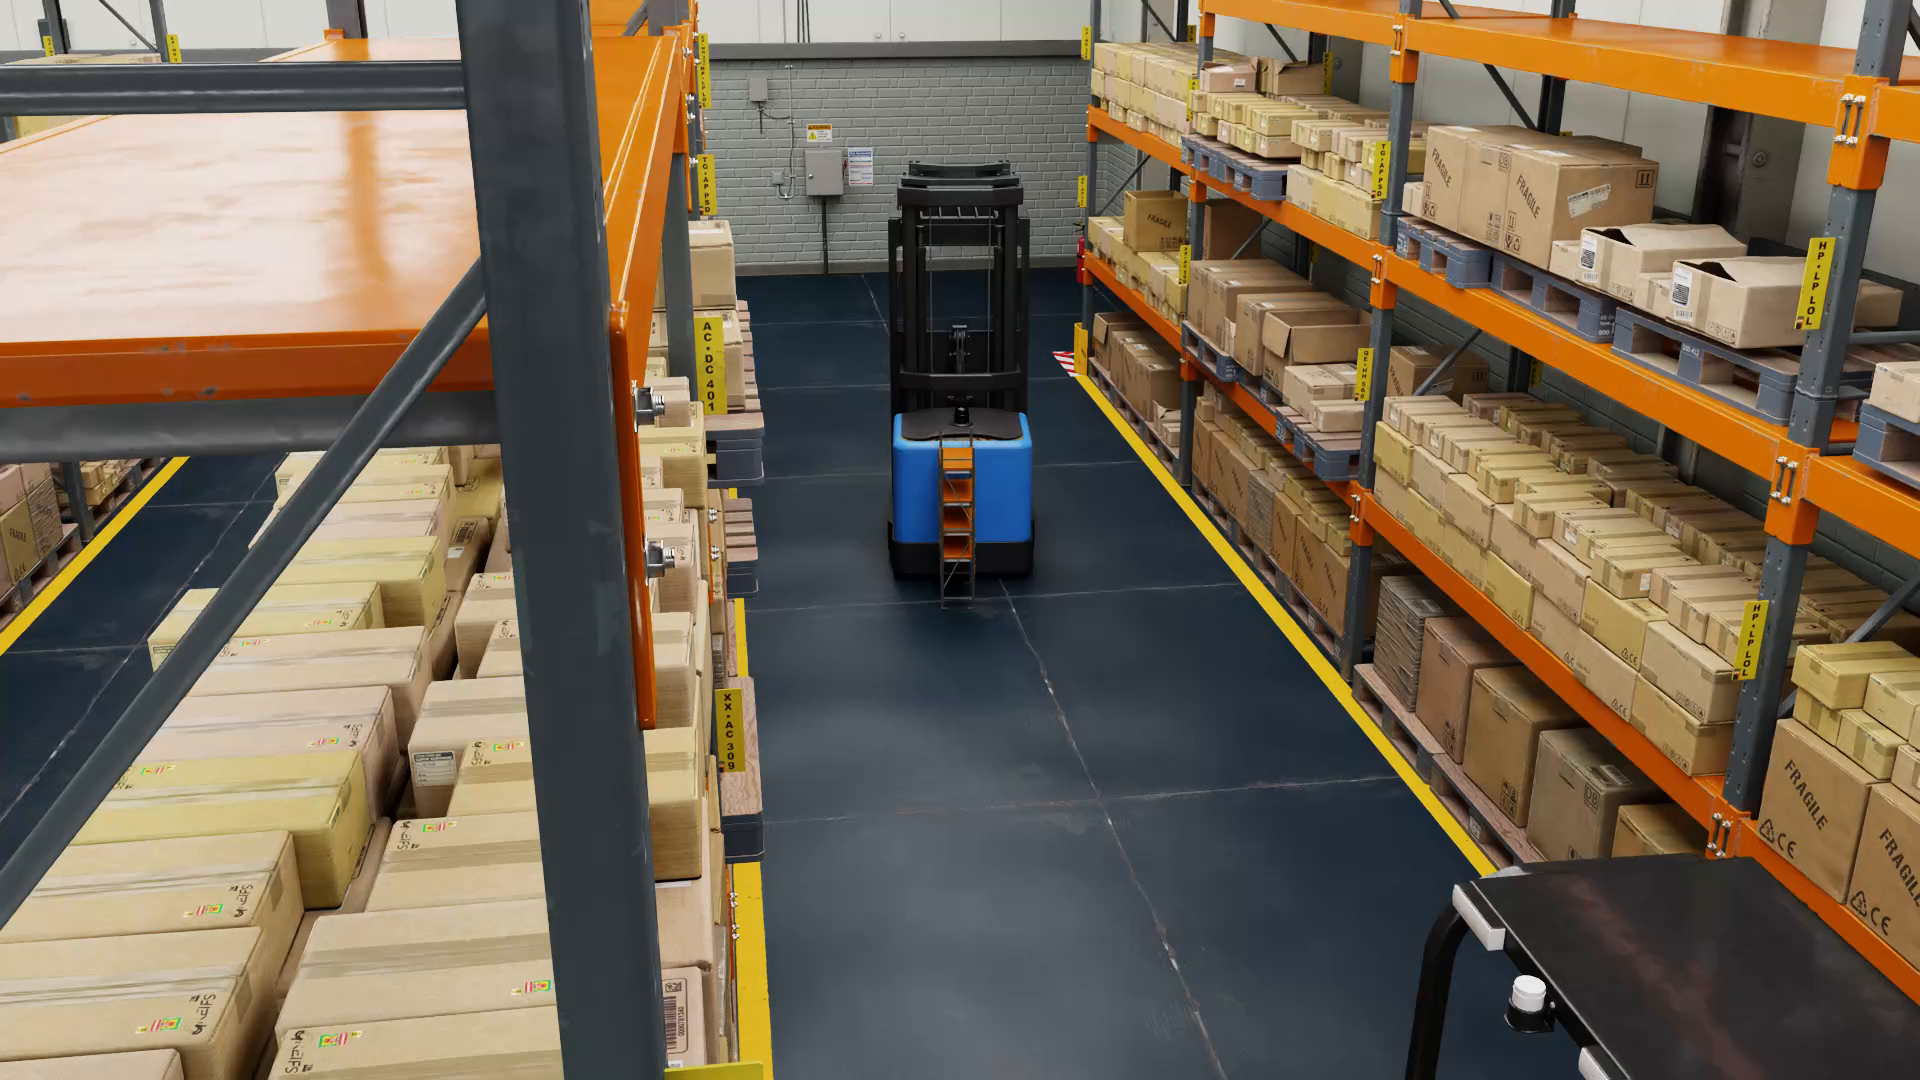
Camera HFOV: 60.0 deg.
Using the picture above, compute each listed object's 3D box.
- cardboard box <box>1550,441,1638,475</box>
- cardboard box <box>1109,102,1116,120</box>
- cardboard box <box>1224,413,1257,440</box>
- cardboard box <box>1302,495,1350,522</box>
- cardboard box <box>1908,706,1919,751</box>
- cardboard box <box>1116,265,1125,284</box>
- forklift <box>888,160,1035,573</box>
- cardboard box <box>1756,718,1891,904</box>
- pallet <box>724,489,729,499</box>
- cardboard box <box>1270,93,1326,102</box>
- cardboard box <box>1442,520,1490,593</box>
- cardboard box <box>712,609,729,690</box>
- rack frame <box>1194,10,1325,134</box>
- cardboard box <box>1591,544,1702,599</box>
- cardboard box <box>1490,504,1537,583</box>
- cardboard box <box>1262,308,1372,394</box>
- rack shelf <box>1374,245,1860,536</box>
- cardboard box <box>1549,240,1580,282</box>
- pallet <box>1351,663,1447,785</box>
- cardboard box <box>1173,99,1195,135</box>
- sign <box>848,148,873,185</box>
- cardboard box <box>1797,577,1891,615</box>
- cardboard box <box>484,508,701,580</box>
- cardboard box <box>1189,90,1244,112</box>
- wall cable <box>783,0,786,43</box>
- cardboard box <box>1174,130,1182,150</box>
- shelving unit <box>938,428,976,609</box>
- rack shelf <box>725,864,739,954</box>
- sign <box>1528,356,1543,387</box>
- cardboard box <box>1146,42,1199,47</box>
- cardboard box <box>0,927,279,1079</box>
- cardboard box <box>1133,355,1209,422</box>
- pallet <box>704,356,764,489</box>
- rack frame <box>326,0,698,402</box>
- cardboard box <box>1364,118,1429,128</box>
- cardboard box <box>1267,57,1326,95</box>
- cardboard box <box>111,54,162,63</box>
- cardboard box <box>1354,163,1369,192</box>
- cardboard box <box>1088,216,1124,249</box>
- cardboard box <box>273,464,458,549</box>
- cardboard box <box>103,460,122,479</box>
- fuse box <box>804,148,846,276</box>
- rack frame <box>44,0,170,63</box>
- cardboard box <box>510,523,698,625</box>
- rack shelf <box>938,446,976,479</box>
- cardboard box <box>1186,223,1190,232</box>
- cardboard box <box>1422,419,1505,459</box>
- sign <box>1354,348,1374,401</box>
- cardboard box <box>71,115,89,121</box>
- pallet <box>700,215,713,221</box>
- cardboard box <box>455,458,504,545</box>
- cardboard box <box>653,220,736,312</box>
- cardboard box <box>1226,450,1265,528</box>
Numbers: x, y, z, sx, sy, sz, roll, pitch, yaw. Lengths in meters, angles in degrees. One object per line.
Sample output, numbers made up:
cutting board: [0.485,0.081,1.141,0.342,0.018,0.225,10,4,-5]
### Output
cardboard box: [3.421,-0.420,8.984,0.380,0.149,0.250,-3,21,-8]
cardboard box: [1.664,-4.190,16.220,0.380,0.149,0.250,-2,21,-7]
cardboard box: [2.360,-0.922,13.443,0.380,0.149,0.250,-4,21,-11]
cardboard box: [2.597,-0.200,11.509,0.380,0.149,0.250,-4,21,-10]
cardboard box: [3.485,0.669,5.644,0.380,0.149,0.250,-3,21,-9]
cardboard box: [1.742,-2.601,16.253,0.380,0.149,0.250,-4,21,-9]
forklift: [-0.016,-1.592,13.289,1.130,2.935,3.031,-1,20,-1]
cardboard box: [3.365,0.979,6.164,0.500,0.500,0.500,-3,21,-9]
pallet: [-2.319,-0.089,13.153,1.003,0.211,1.213,-3,21,-8]
cardboard box: [2.624,-3.395,12.923,0.380,0.149,0.250,-3,21,-7]
cardboard box: [2.954,0.063,8.974,0.500,0.250,0.500,-4,21,-10]
cardboard box: [-1.135,0.551,6.284,0.500,0.500,0.500,-2,21,-6]
rack frame: [2.406,-4.721,12.994,1.000,3.000,0.127,-3,21,-8]
cardboard box: [3.083,0.141,7.480,0.380,0.149,0.250,-4,21,-9]
cardboard box: [3.033,0.008,8.408,0.500,0.250,0.500,-3,21,-7]
cardboard box: [2.565,-1.326,11.733,0.797,0.503,0.637,-3,21,-9]
rack shelf: [3.271,-0.901,8.083,1.077,0.370,4.000,-3,21,-8]
cardboard box: [2.989,-1.304,7.749,0.380,0.149,0.250,-3,21,-8]
pallet: [3.063,1.068,10.055,1.003,0.211,1.213,-3,21,-8]
cardboard box: [2.089,-3.539,13.907,0.500,0.250,0.500,-3,21,-8]
sign: [-1.359,-5.102,22.726,0.329,0.494,0.001,-3,21,-8]
cardboard box: [3.735,0.281,7.107,0.380,0.149,0.250,-4,21,-10]
cardboard box: [-0.889,0.128,4.088,0.500,0.250,0.500,-3,21,-9]
cardboard box: [2.016,-3.455,13.084,0.380,0.149,0.250,-2,21,-6]
wall cable: [-3.436,-7.846,21.363,2.355,3.000,0.029,-3,21,-8]
cardboard box: [2.030,-3.392,14.084,0.380,0.149,0.250,-3,21,-8]
shelving unit: [-0.022,-0.156,11.920,0.258,1.200,0.503,-1,20,-1]
rack shelf: [-1.640,0.756,7.934,1.077,0.370,4.000,-3,21,-8]
sign: [3.532,-1.097,10.211,0.100,0.325,0.005,-3,21,-8]
cardboard box: [2.170,-4.864,16.740,0.500,0.250,0.500,-3,21,-9]
cardboard box: [-1.115,0.642,2.144,0.380,0.149,0.250,-3,21,-7]
cardboard box: [2.059,-1.447,15.776,0.700,0.500,0.500,-4,21,-10]
pallet: [-1.335,-0.425,6.049,1.213,0.211,1.003,-3,21,-8]
rack frame: [-1.352,-1.699,4.905,1.000,3.000,0.127,-3,21,-8]
cardboard box: [2.961,-2.764,11.260,0.380,0.149,0.250,-3,21,-8]
cardboard box: [2.589,-3.583,12.833,0.396,0.266,0.258,-3,21,-8]
cardboard box: [-7.627,-4.415,15.392,0.380,0.149,0.250,-3,21,-8]
cardboard box: [2.676,-2.249,10.307,0.380,0.149,0.250,-3,21,-9]
cardboard box: [1.629,-3.194,17.269,0.500,0.250,0.500,-3,21,-7]
cardboard box: [-1.437,-0.068,4.044,0.380,0.149,0.250,-4,21,-10]
cardboard box: [-7.249,-0.553,13.885,0.380,0.149,0.250,-3,21,-8]
fuse box: [-1.818,-4.447,22.676,0.539,1.711,0.414,-3,21,-8]
rack frame: [-7.965,-5.569,15.266,1.000,3.000,0.127,-3,21,-8]
cardboard box: [-0.772,0.081,3.645,0.380,0.149,0.250,-3,21,-7]
rack shelf: [-0.022,-0.525,11.783,0.258,0.148,0.480,-1,20,-1]
cardboard box: [2.232,-3.040,16.857,0.500,0.250,0.500,-3,21,-8]
cardboard box: [2.840,-0.571,9.388,0.380,0.149,0.250,-2,21,-6]
sign: [2.447,-1.000,10.065,0.100,0.325,0.005,-3,21,-8]
cardboard box: [-7.347,-3.470,13.431,0.500,0.250,0.500,-3,21,-7]
pallet: [-2.074,-1.811,9.760,1.213,0.211,1.003,-2,21,-5]
cardboard box: [-1.476,-0.019,4.482,0.500,0.250,0.500,-3,21,-8]
cardboard box: [-1.121,-1.049,6.351,0.500,0.250,0.500,-3,21,-9]
cardboard box: [2.408,-0.400,12.974,0.500,0.500,0.500,-4,21,-9]
